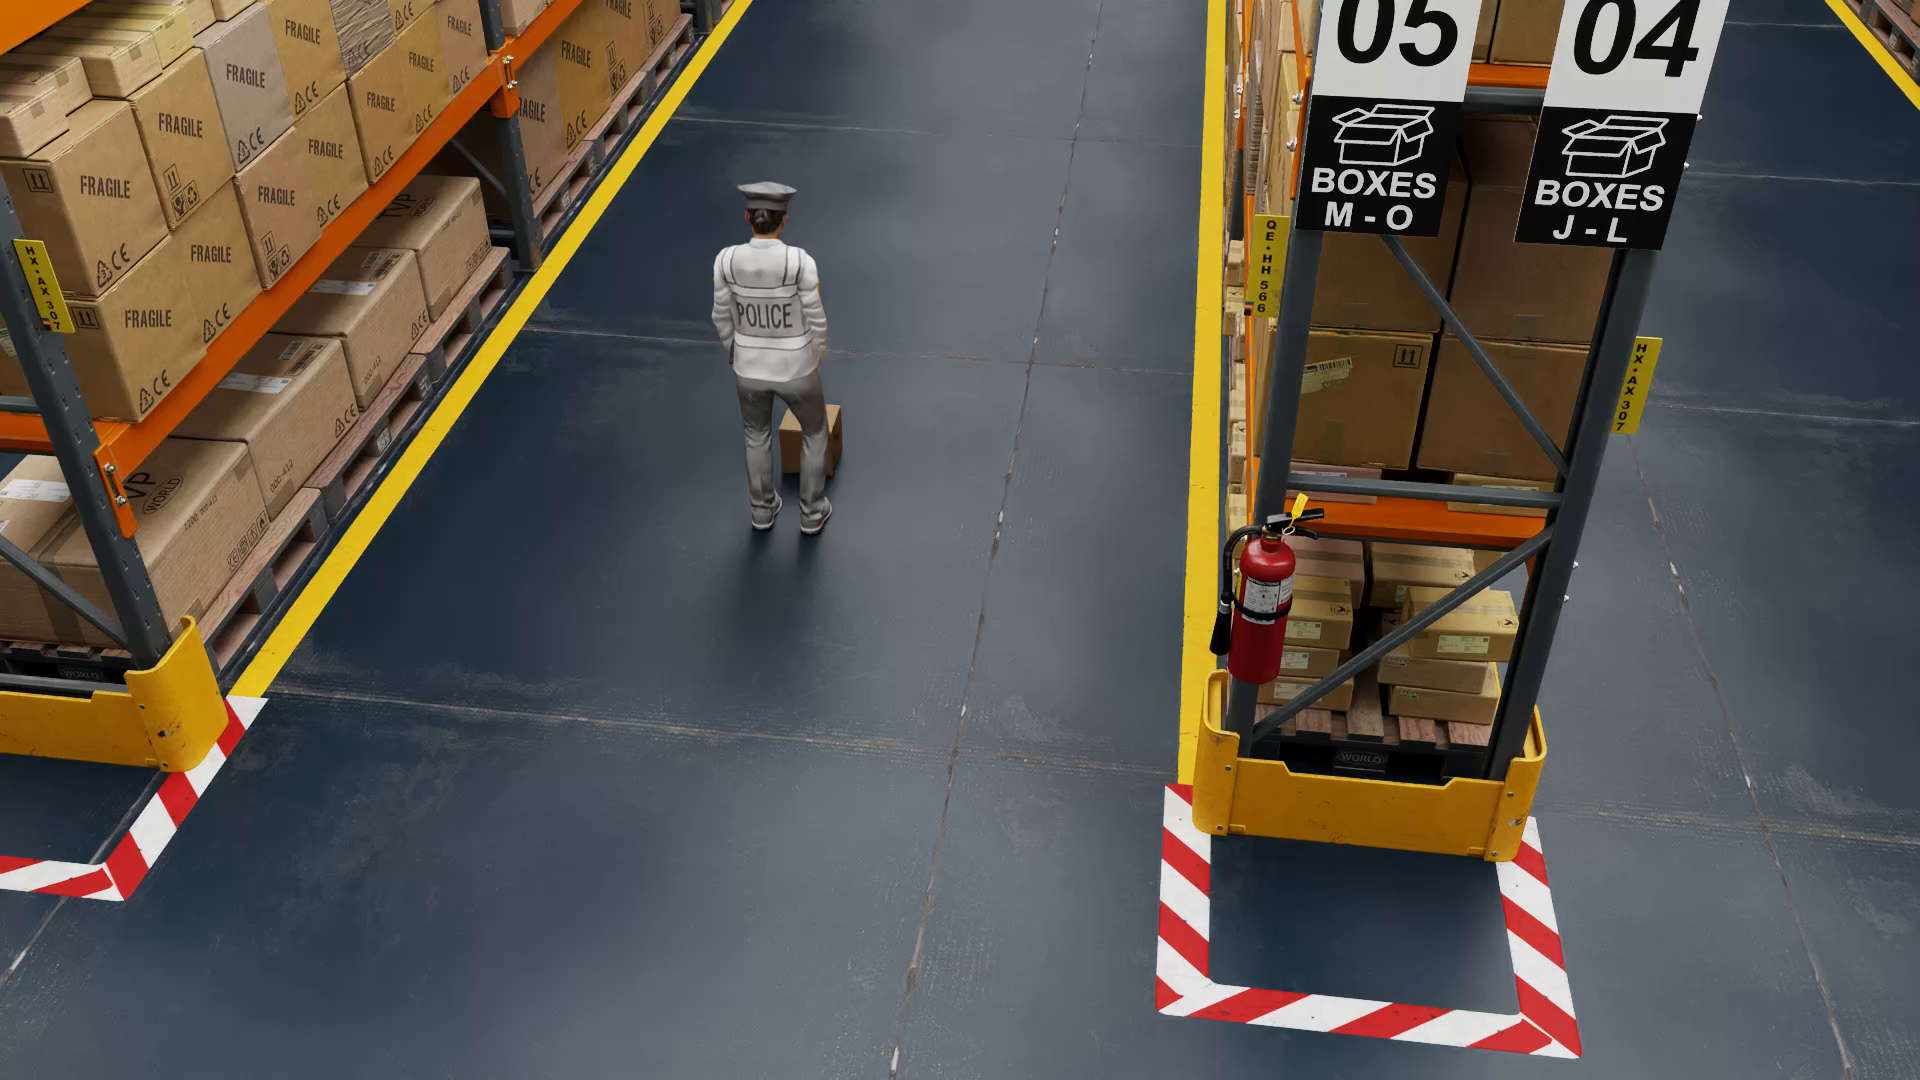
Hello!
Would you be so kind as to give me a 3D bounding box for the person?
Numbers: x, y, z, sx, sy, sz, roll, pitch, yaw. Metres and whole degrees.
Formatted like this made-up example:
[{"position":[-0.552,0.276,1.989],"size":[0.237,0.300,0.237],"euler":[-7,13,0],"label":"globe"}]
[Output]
[{"position":[-0.809,-0.766,7.231],"size":[0.500,1.626,0.446],"euler":[5,37,7],"label":"person"}]
